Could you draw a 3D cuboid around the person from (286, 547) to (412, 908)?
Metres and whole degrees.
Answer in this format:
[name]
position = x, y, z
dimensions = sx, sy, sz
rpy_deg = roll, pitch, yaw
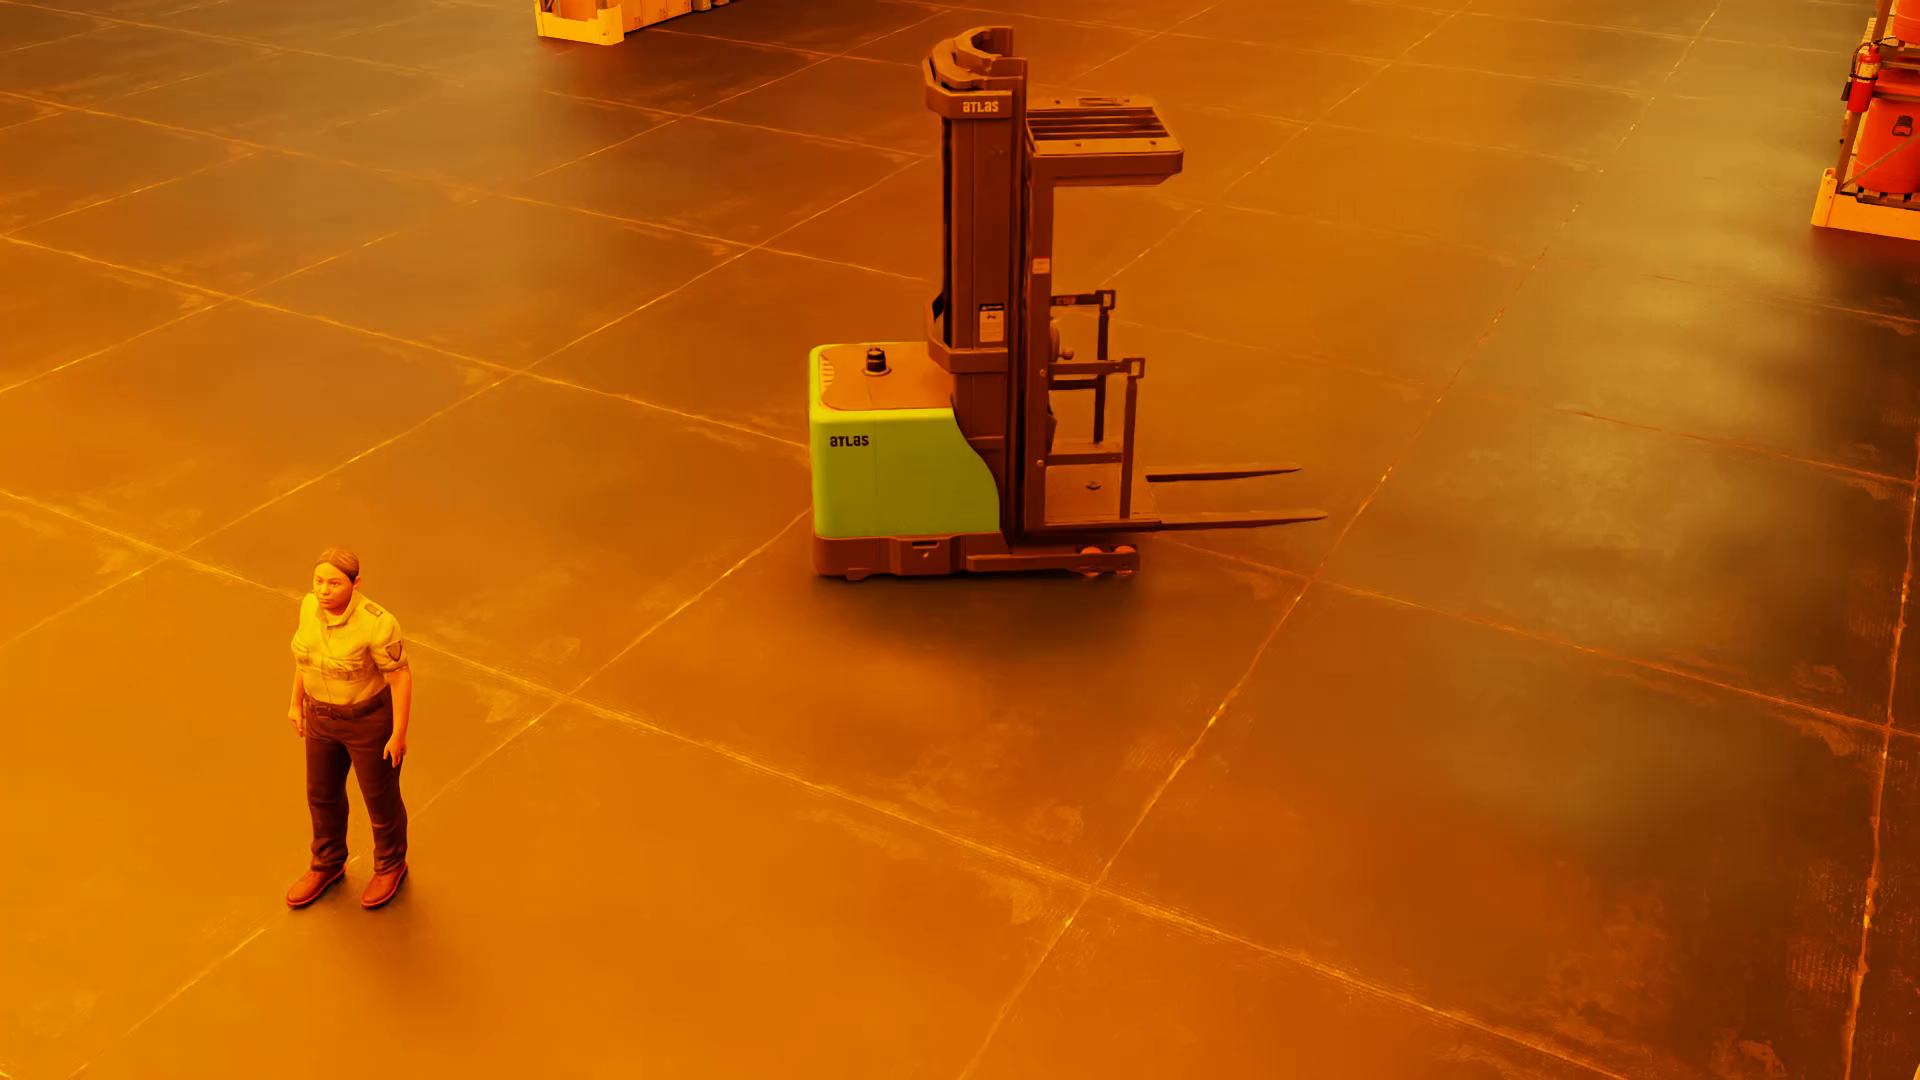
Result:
[person]
position = -2.595, 0.813, 6.942
dimensions = 0.598, 1.640, 0.502
rpy_deg = 10, 32, 17

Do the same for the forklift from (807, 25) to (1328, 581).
[forklift]
position = 0.635, -1.321, 9.359
dimensions = 3.031, 2.935, 1.130
rpy_deg = -2, 30, -4
